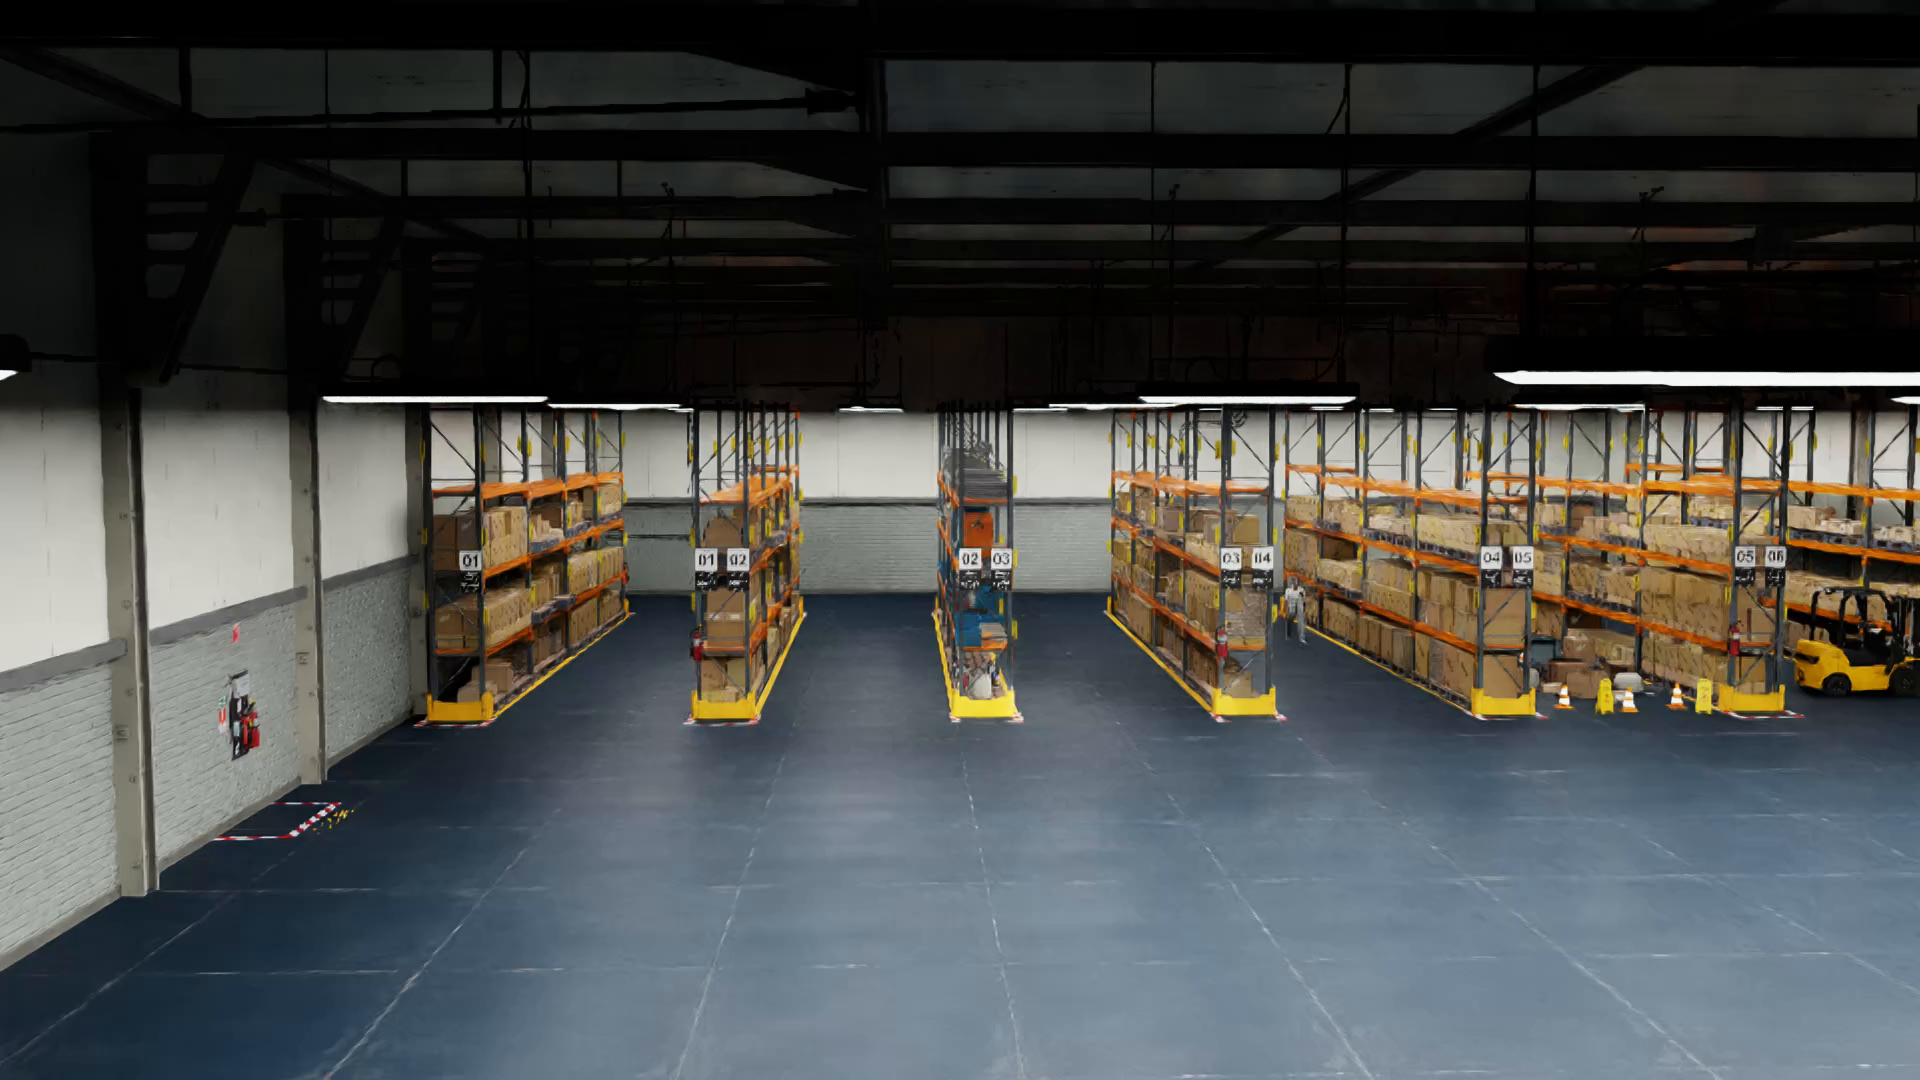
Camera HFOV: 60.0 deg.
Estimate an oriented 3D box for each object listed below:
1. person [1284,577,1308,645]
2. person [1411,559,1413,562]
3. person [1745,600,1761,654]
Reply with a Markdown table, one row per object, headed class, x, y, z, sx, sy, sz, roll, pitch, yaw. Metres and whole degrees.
| class | x | y | z | sx | sy | sz | roll | pitch | yaw |
| --- | --- | --- | --- | --- | --- | --- | --- | --- | --- |
| person | 8.290 | 1.740 | 41.220 | 0.539 | 1.675 | 1.126 | 0 | 4 | 0 |
| person | 12.306 | 1.389 | 45.172 | 0.581 | 1.785 | 0.664 | 1 | 5 | 19 |
| person | 16.836 | 2.126 | 35.455 | 0.555 | 1.781 | 0.631 | 2 | 5 | 29 |
